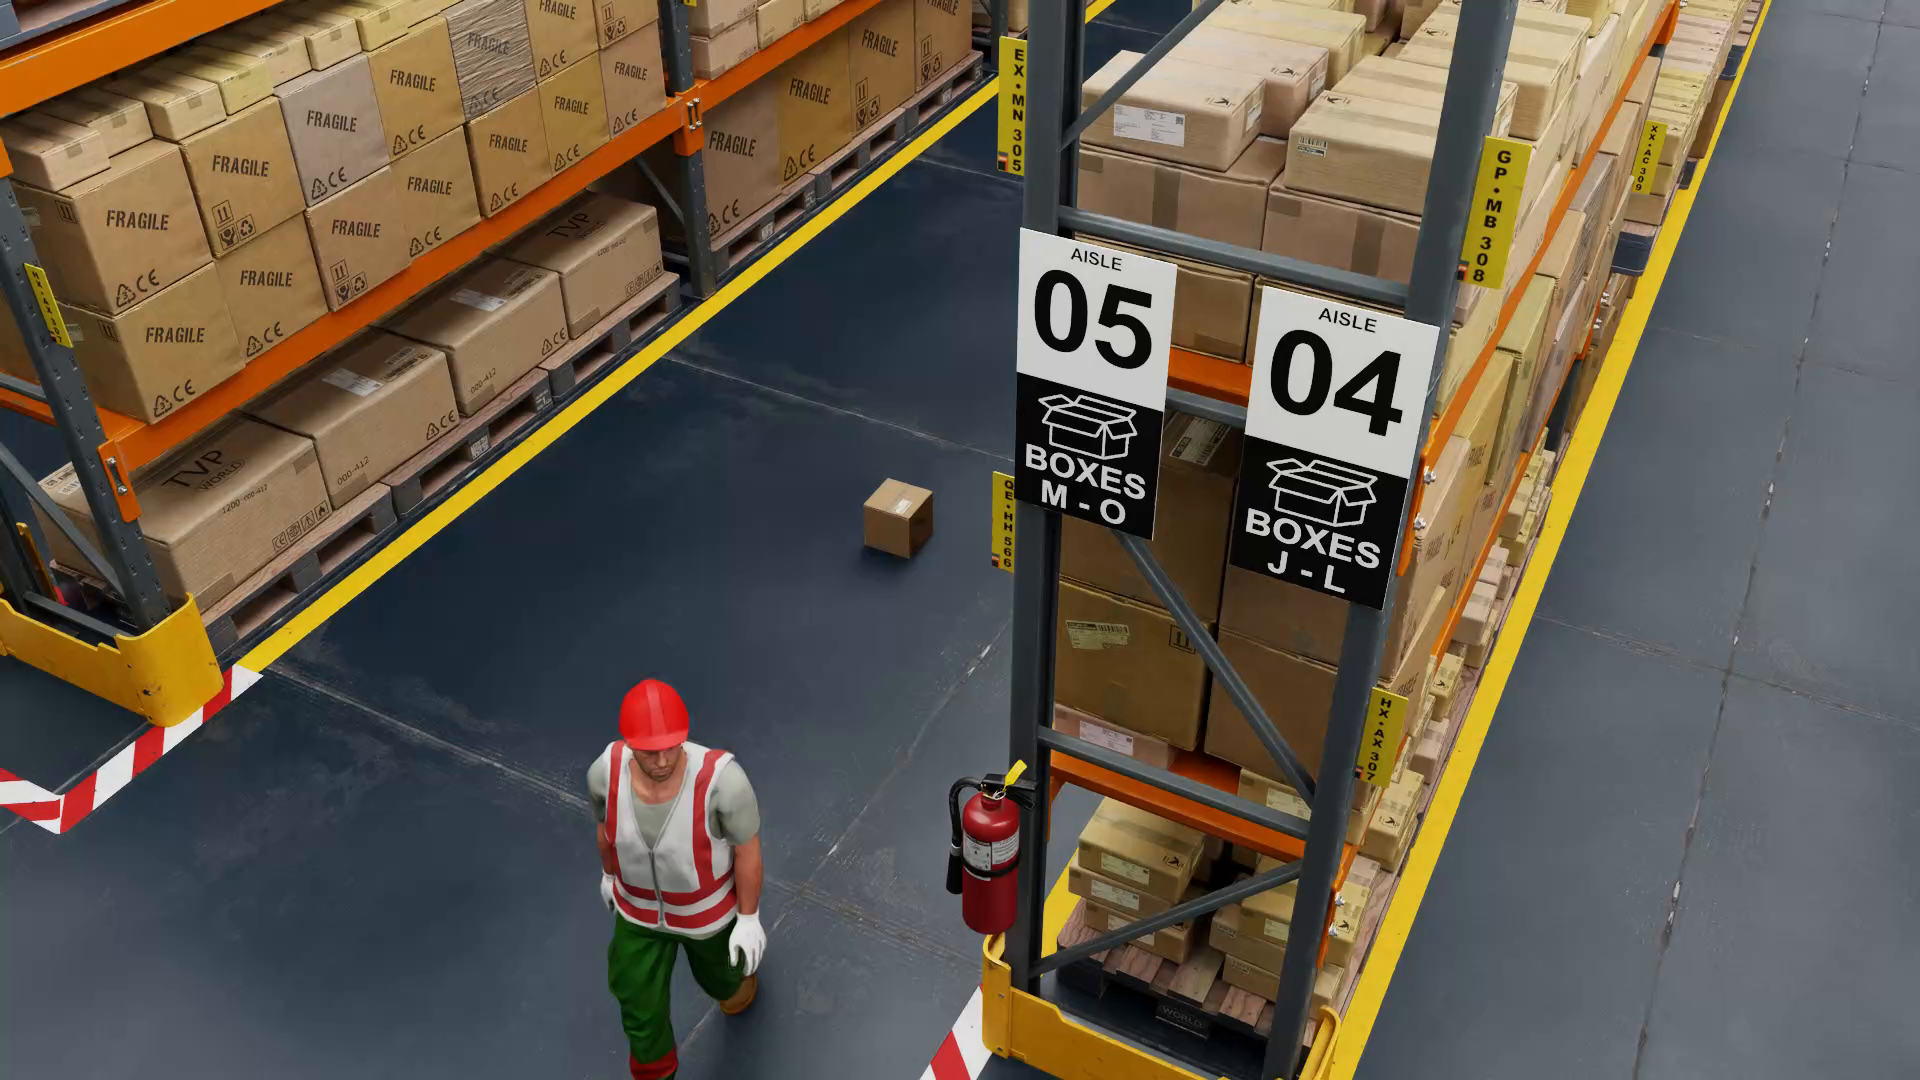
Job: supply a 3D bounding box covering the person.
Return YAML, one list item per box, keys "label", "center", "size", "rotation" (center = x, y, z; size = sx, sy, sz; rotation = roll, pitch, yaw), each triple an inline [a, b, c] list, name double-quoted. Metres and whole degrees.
- label: "person"
  center: [-0.889, 1.149, 5.235]
  size: [0.599, 1.767, 0.948]
  rotation: [6, 38, 8]
